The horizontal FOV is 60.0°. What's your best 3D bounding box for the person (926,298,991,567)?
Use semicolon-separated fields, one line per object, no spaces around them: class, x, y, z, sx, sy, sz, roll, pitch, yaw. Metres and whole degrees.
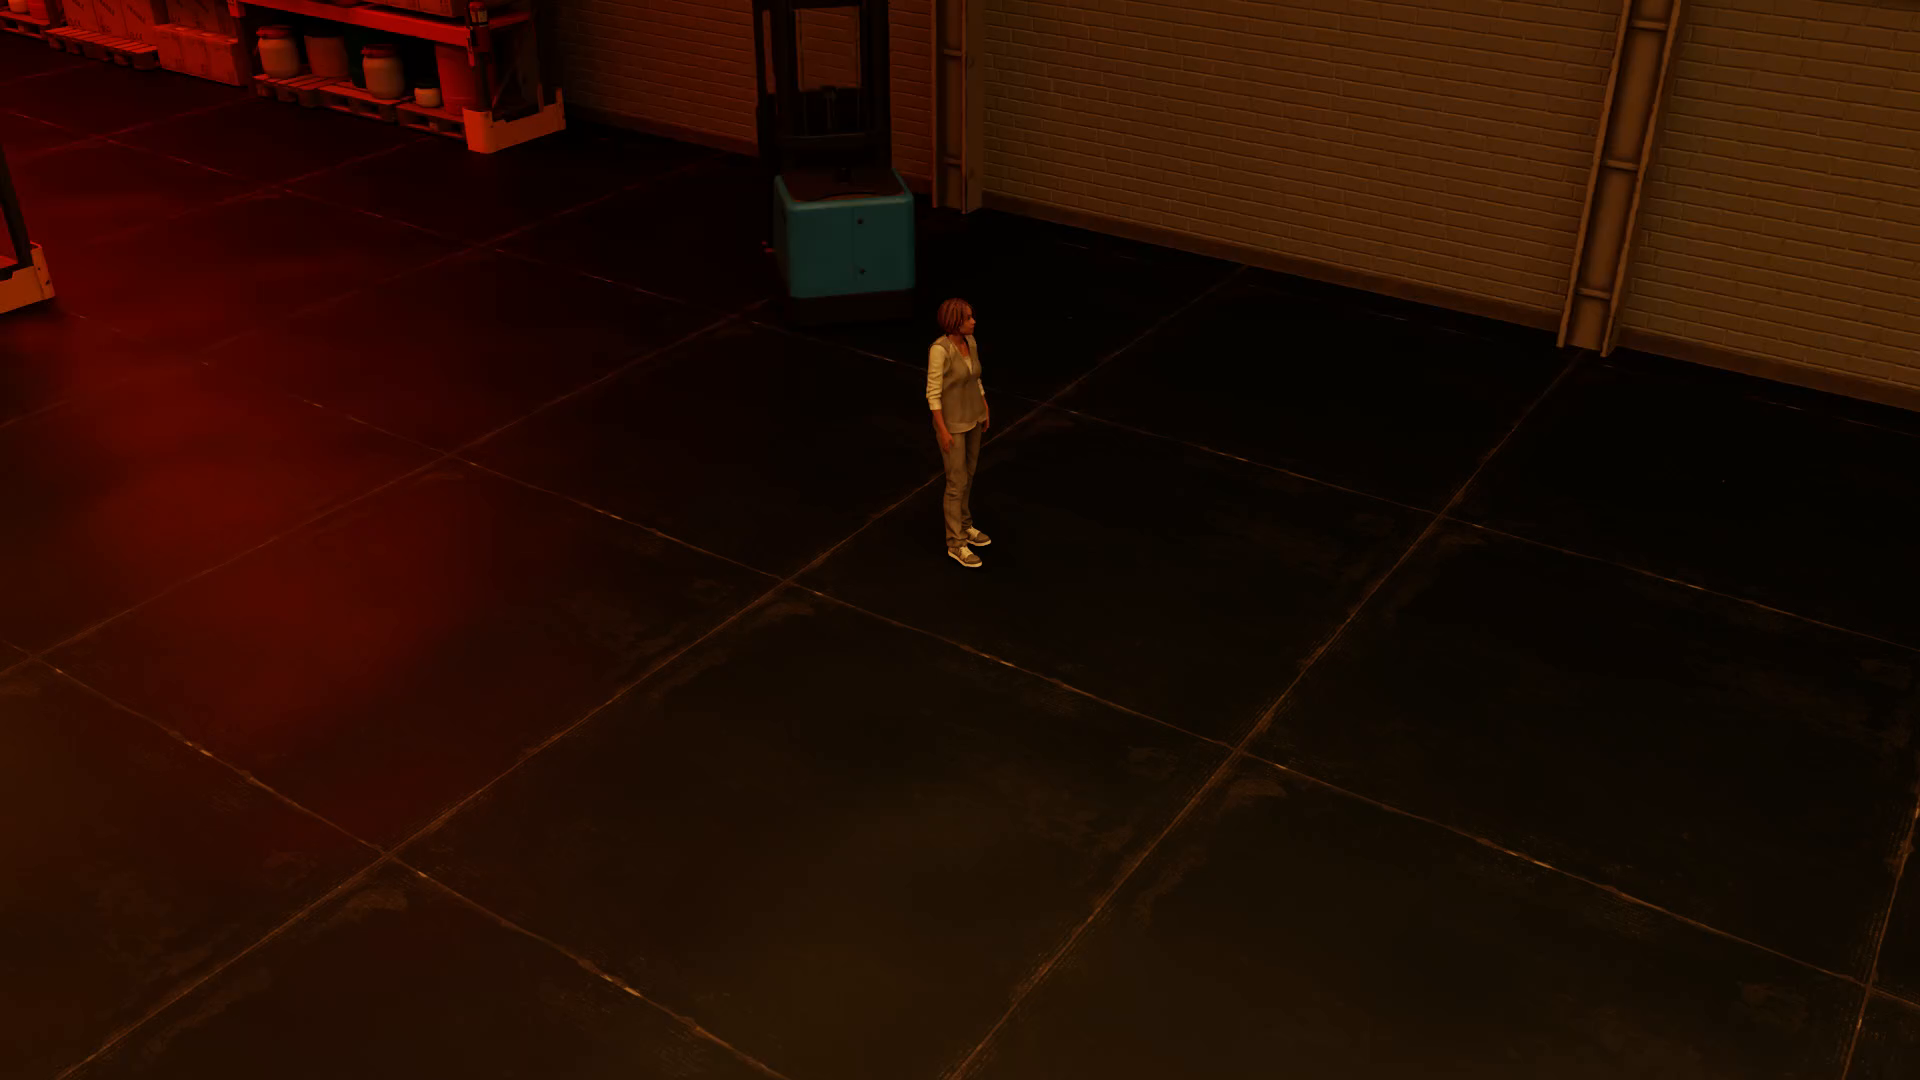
person;0.054;-0.670;10.050;0.473;1.599;0.521;19;35;29

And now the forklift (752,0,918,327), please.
forklift;-1.174;-3.699;13.951;1.130;2.935;3.031;-7;31;-11
